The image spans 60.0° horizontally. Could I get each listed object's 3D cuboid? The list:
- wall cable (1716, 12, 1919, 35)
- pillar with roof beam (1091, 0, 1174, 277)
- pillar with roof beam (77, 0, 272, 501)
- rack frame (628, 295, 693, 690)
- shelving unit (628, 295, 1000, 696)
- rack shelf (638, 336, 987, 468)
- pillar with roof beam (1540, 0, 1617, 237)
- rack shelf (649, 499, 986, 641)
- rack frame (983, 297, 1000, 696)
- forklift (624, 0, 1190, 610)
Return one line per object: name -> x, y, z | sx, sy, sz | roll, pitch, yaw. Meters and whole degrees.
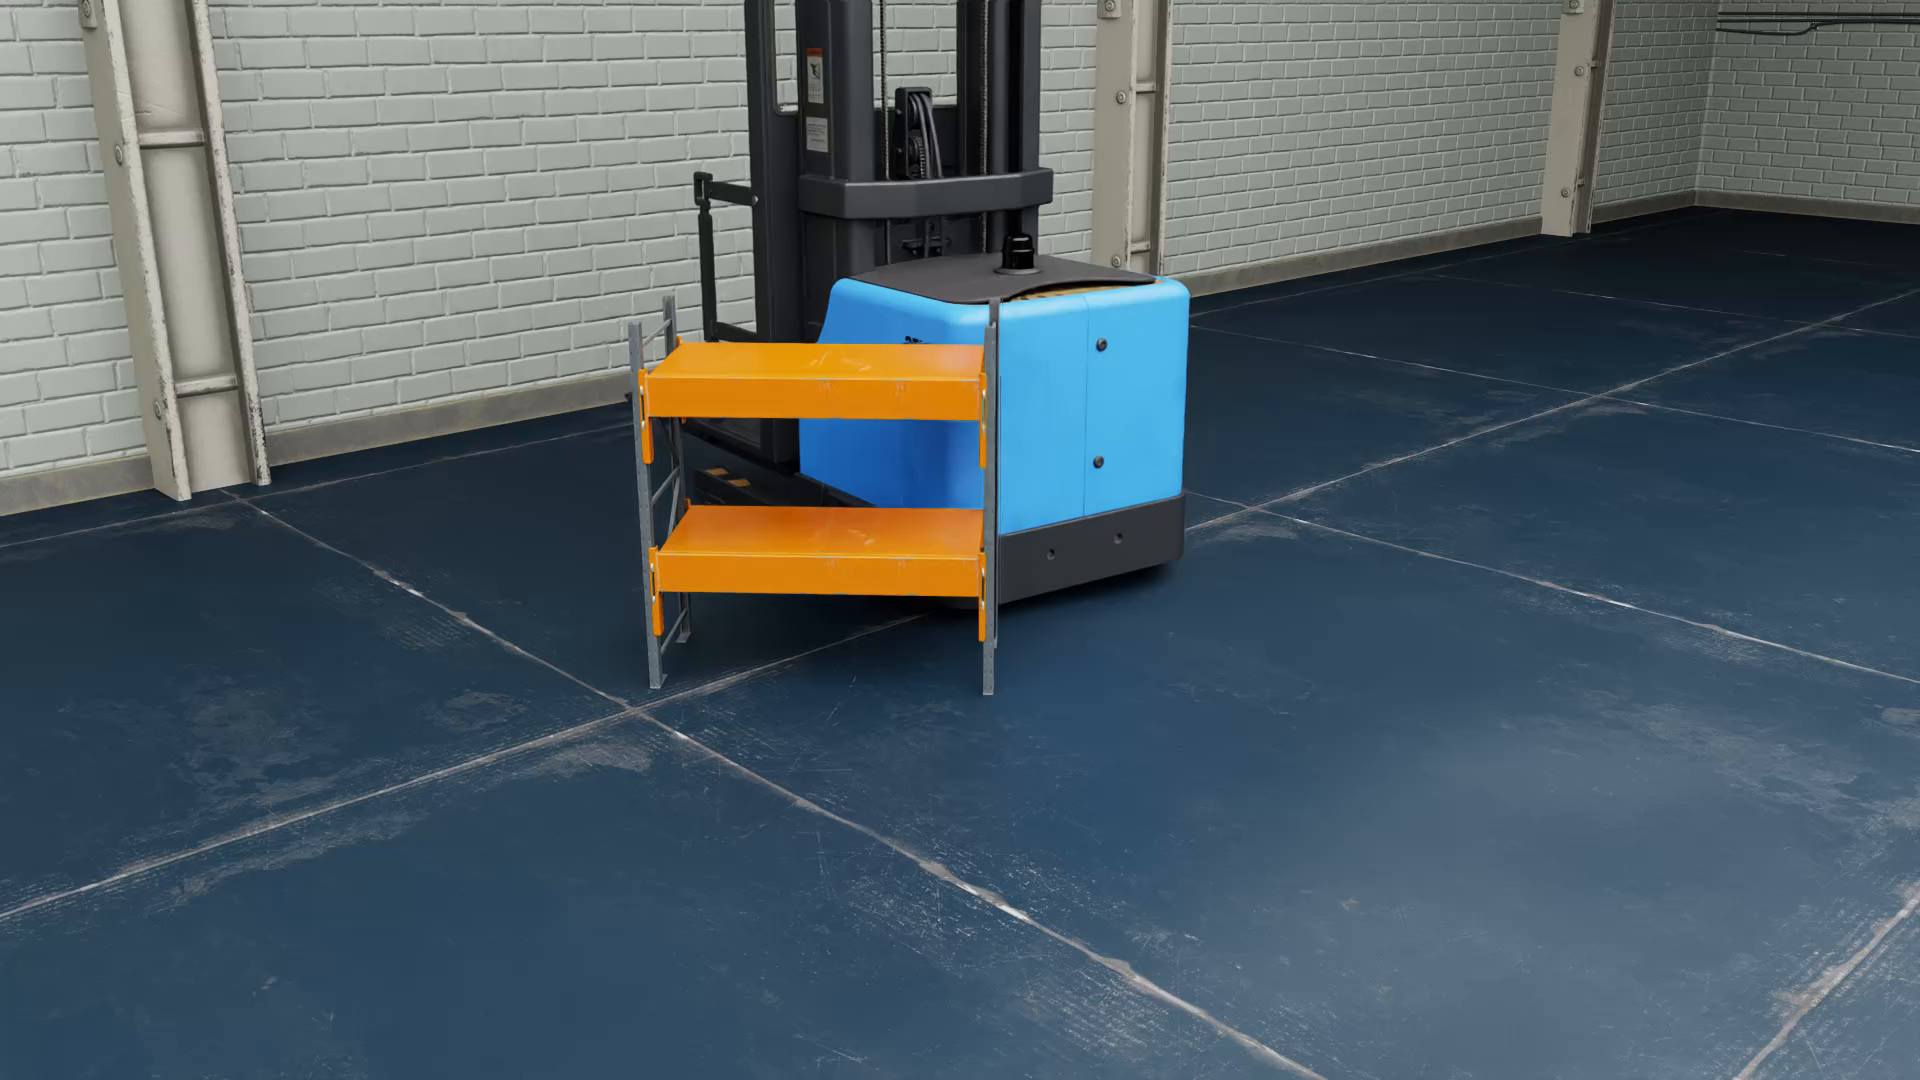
wall cable -> 8.521, -5.914, 15.169 | 0.112, 2.526, 3.097 | -16, 24, -41
pillar with roof beam -> 4.070, -4.827, 6.781 | 0.400, 9.000, 9.100 | -16, 24, -41
pillar with roof beam -> -0.290, -3.555, 2.860 | 0.400, 9.000, 9.100 | -16, 24, -41
rack frame -> -0.919, -0.155, 5.140 | 0.032, 1.125, 0.500 | 1, 18, 3
shelving unit -> -0.411, -0.148, 5.117 | 1.048, 1.125, 0.538 | 1, 18, 3
rack shelf -> -0.411, -0.426, 5.026 | 1.000, 0.278, 0.538 | 1, 18, 3
pillar with roof beam -> 8.430, -6.098, 10.703 | 0.400, 9.000, 9.100 | -16, 24, -41
rack shelf -> -0.411, 0.085, 5.192 | 1.000, 0.278, 0.538 | 1, 18, 3
rack frame -> 0.096, -0.140, 5.094 | 0.032, 1.125, 0.500 | 1, 18, 3
forklift -> -0.447, -1.555, 6.528 | 1.130, 2.935, 3.031 | -12, 22, -33
